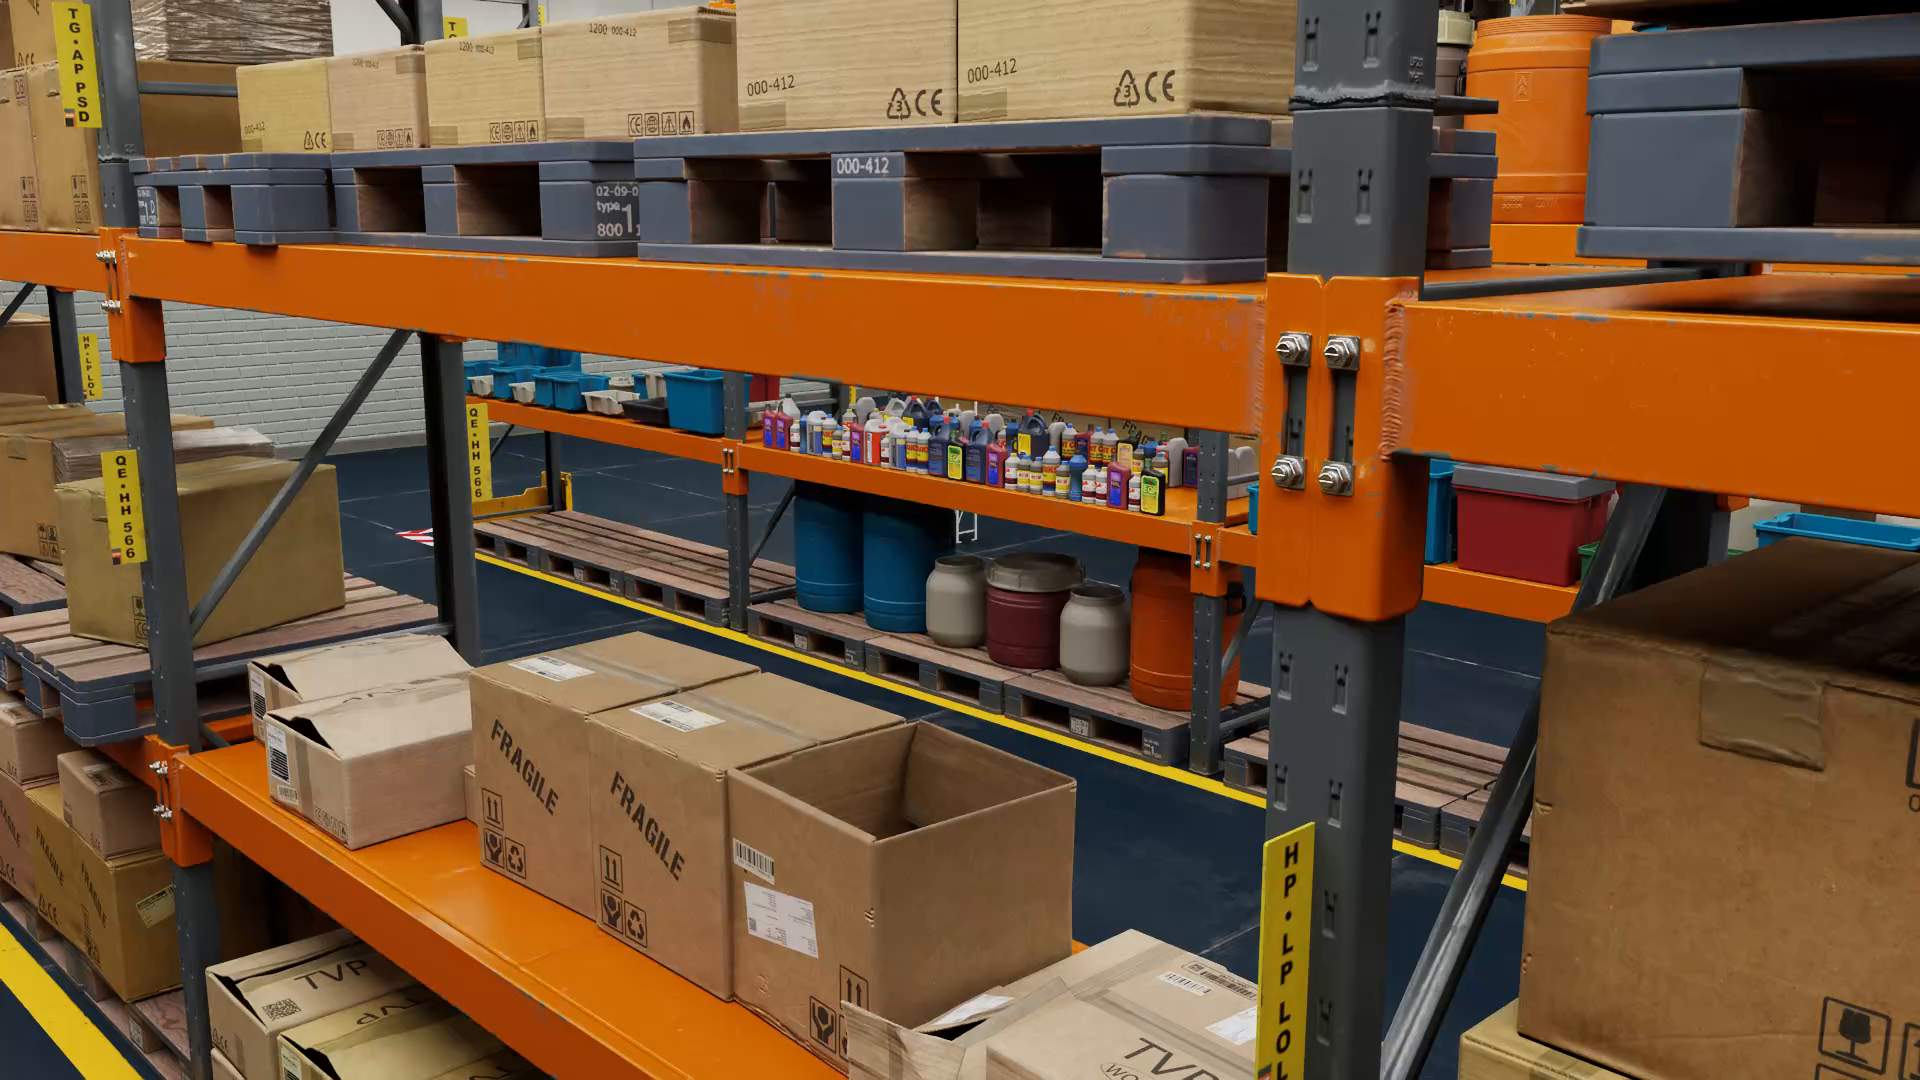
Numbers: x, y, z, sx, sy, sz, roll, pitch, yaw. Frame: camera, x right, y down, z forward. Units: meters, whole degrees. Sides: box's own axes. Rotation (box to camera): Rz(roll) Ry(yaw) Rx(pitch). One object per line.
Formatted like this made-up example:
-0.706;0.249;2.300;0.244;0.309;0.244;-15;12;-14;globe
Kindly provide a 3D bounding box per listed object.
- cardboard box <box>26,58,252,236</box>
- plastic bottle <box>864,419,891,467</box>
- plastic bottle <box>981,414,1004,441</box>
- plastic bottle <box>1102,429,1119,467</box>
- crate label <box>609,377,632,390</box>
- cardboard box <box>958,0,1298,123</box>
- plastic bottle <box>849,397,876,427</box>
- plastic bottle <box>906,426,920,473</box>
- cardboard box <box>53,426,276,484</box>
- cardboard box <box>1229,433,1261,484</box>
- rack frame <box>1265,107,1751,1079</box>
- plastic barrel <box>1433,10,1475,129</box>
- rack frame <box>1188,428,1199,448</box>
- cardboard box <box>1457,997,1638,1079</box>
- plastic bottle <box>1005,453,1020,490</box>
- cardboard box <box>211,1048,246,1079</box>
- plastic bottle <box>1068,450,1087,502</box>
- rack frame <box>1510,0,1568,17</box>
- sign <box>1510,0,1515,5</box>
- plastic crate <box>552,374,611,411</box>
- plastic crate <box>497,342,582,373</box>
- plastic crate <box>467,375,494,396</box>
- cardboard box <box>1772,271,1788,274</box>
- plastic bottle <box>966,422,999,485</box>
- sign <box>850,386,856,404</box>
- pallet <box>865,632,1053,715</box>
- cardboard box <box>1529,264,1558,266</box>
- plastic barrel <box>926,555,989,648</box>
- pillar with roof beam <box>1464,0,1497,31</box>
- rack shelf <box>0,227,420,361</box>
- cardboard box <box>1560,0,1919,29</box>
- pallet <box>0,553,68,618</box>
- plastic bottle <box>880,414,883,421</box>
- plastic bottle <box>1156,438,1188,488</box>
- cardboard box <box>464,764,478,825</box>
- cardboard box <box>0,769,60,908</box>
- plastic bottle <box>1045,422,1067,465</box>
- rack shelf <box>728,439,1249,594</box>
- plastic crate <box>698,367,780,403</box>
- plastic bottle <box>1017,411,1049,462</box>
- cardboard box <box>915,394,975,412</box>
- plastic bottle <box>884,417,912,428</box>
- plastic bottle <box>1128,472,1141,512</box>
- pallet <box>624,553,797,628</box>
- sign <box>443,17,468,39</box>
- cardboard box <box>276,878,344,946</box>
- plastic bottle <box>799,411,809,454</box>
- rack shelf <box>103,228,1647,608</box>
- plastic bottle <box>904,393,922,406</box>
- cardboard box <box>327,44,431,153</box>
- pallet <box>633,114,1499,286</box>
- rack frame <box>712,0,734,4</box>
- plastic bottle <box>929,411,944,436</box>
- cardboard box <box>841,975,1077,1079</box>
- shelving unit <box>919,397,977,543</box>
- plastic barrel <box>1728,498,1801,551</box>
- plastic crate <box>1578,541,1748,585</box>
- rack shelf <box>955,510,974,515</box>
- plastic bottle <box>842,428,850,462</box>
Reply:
-2.326;-1.219;5.211;0.910;0.500;0.500;-11;16;-43;cardboard box
-0.494;-0.598;10.190;0.152;0.276;0.135;-11;16;-43;plastic bottle
0.182;-0.661;10.495;0.152;0.276;0.135;-11;16;-43;plastic bottle
0.889;-0.518;9.810;0.097;0.271;0.097;0;12;0;plastic bottle
-2.846;-1.224;13.422;0.396;0.136;0.243;-11;16;-43;crate label
0.344;-0.750;2.517;0.500;0.250;0.500;-9;15;-37;cardboard box
-0.671;-0.842;11.371;0.152;0.276;0.135;-11;16;-43;plastic bottle
-0.273;-0.542;9.925;0.097;0.271;0.097;0;12;0;plastic bottle
-3.010;-0.132;6.332;0.700;0.500;0.500;-7;14;-32;cardboard box
2.861;-0.680;14.501;1.225;0.875;0.875;-11;16;-42;cardboard box
0.762;0.942;2.404;1.000;3.000;0.127;-11;16;-43;rack frame
1.995;-1.896;7.503;0.600;0.901;0.600;0;12;0;plastic barrel
2.405;-1.605;14.769;1.000;3.000;0.127;-11;16;-43;rack frame
0.808;0.642;2.007;0.380;0.149;0.250;-11;16;-43;cardboard box
0.301;-0.386;9.344;0.097;0.201;0.097;0;12;0;plastic bottle
-1.851;1.617;4.903;0.500;0.250;0.500;-11;16;-43;cardboard box
0.637;-0.349;8.992;0.097;0.271;0.097;0;12;0;plastic bottle
6.062;-5.220;17.447;1.000;3.000;0.127;-11;16;-43;rack frame
5.657;-5.643;16.990;0.100;0.325;0.005;-11;16;-43;sign
-2.891;-1.128;12.720;0.416;0.233;0.300;-11;16;-43;plastic crate
-3.573;-1.523;14.132;0.616;0.435;0.499;-11;16;-43;plastic crate
-3.846;-1.259;13.592;0.250;0.136;0.298;-11;16;-43;plastic crate
10.040;-3.350;20.513;0.500;0.500;0.500;-11;16;-43;cardboard box
0.128;-0.502;9.539;0.144;0.351;0.185;-11;16;-43;plastic bottle
-0.778;-1.127;11.762;0.100;0.325;0.005;-11;16;-43;sign
0.172;0.747;10.261;1.003;0.211;1.213;-11;16;-43;pallet
8.004;-3.778;22.588;0.500;0.500;0.500;-11;16;-42;cardboard box
0.000;0.378;10.268;0.421;0.512;0.421;0;12;0;plastic barrel
6.074;-7.120;26.668;9.100;9.000;0.548;-11;16;-43;pillar with roof beam
-3.381;-1.050;6.424;1.077;0.370;4.000;-11;16;-43;rack shelf
0.919;-0.740;1.500;0.500;0.500;0.500;-9;15;-38;cardboard box
-3.346;0.169;6.631;1.003;0.211;1.213;-11;16;-43;pallet
-0.496;-0.732;11.022;0.097;0.201;0.097;0;12;0;plastic bottle
1.201;-0.446;9.451;0.152;0.276;0.135;-11;16;-43;plastic bottle
-1.079;0.660;4.398;0.380;0.149;0.250;-9;15;-38;cardboard box
-3.540;1.112;6.683;0.500;0.500;0.500;11;16;43;cardboard box
0.562;-0.581;10.105;0.152;0.276;0.135;-11;16;-43;plastic bottle
0.204;-0.271;10.075;1.077;0.370;4.000;-11;16;-43;rack shelf
-1.612;-1.141;12.208;0.402;0.464;0.583;-11;16;-43;plastic crate
0.438;-0.601;10.015;0.144;0.351;0.185;-11;16;-43;plastic bottle
0.142;-1.272;17.375;0.875;0.875;0.875;-11;16;-43;cardboard box
-0.384;-0.620;10.293;0.152;0.276;0.135;-11;16;-43;plastic bottle
0.931;-0.253;8.697;0.097;0.201;0.097;0;12;0;plastic bottle
-1.713;0.349;12.195;1.003;0.211;1.213;-11;16;-43;pallet
-1.593;-1.479;5.244;0.100;0.325;0.005;-11;16;-43;sign
-2.108;1.261;5.961;0.500;0.500;0.500;-10;15;-40;cardboard box
-0.980;-0.691;10.651;0.097;0.271;0.097;0;12;0;plastic bottle
-0.619;-0.466;3.591;1.077;0.370;4.000;-11;16;-43;rack shelf
-0.306;-0.802;10.994;0.144;0.351;0.185;-11;16;-43;plastic bottle
-1.271;-1.110;4.265;0.500;0.250;0.500;-10;16;-41;cardboard box
0.144;-0.560;2.737;1.217;0.209;0.805;11;16;43;pallet
-1.177;-3.853;10.813;1.000;3.000;0.127;-11;16;-43;rack frame
-0.148;-0.692;10.658;0.097;0.271;0.097;0;12;0;plastic bottle
0.022;0.905;2.916;0.258;0.266;0.396;11;16;44;cardboard box
-0.114;-0.612;14.408;0.258;1.200;0.503;-11;16;-43;shelving unit
3.339;-0.091;7.084;0.433;0.535;0.433;0;12;0;plastic barrel
2.941;0.142;6.816;0.450;0.188;0.662;-11;16;-43;plastic crate
-0.114;-0.314;14.469;0.258;0.148;0.480;-11;16;-43;rack shelf
-0.686;-0.594;10.355;0.097;0.201;0.097;0;12;0;plastic bottle
